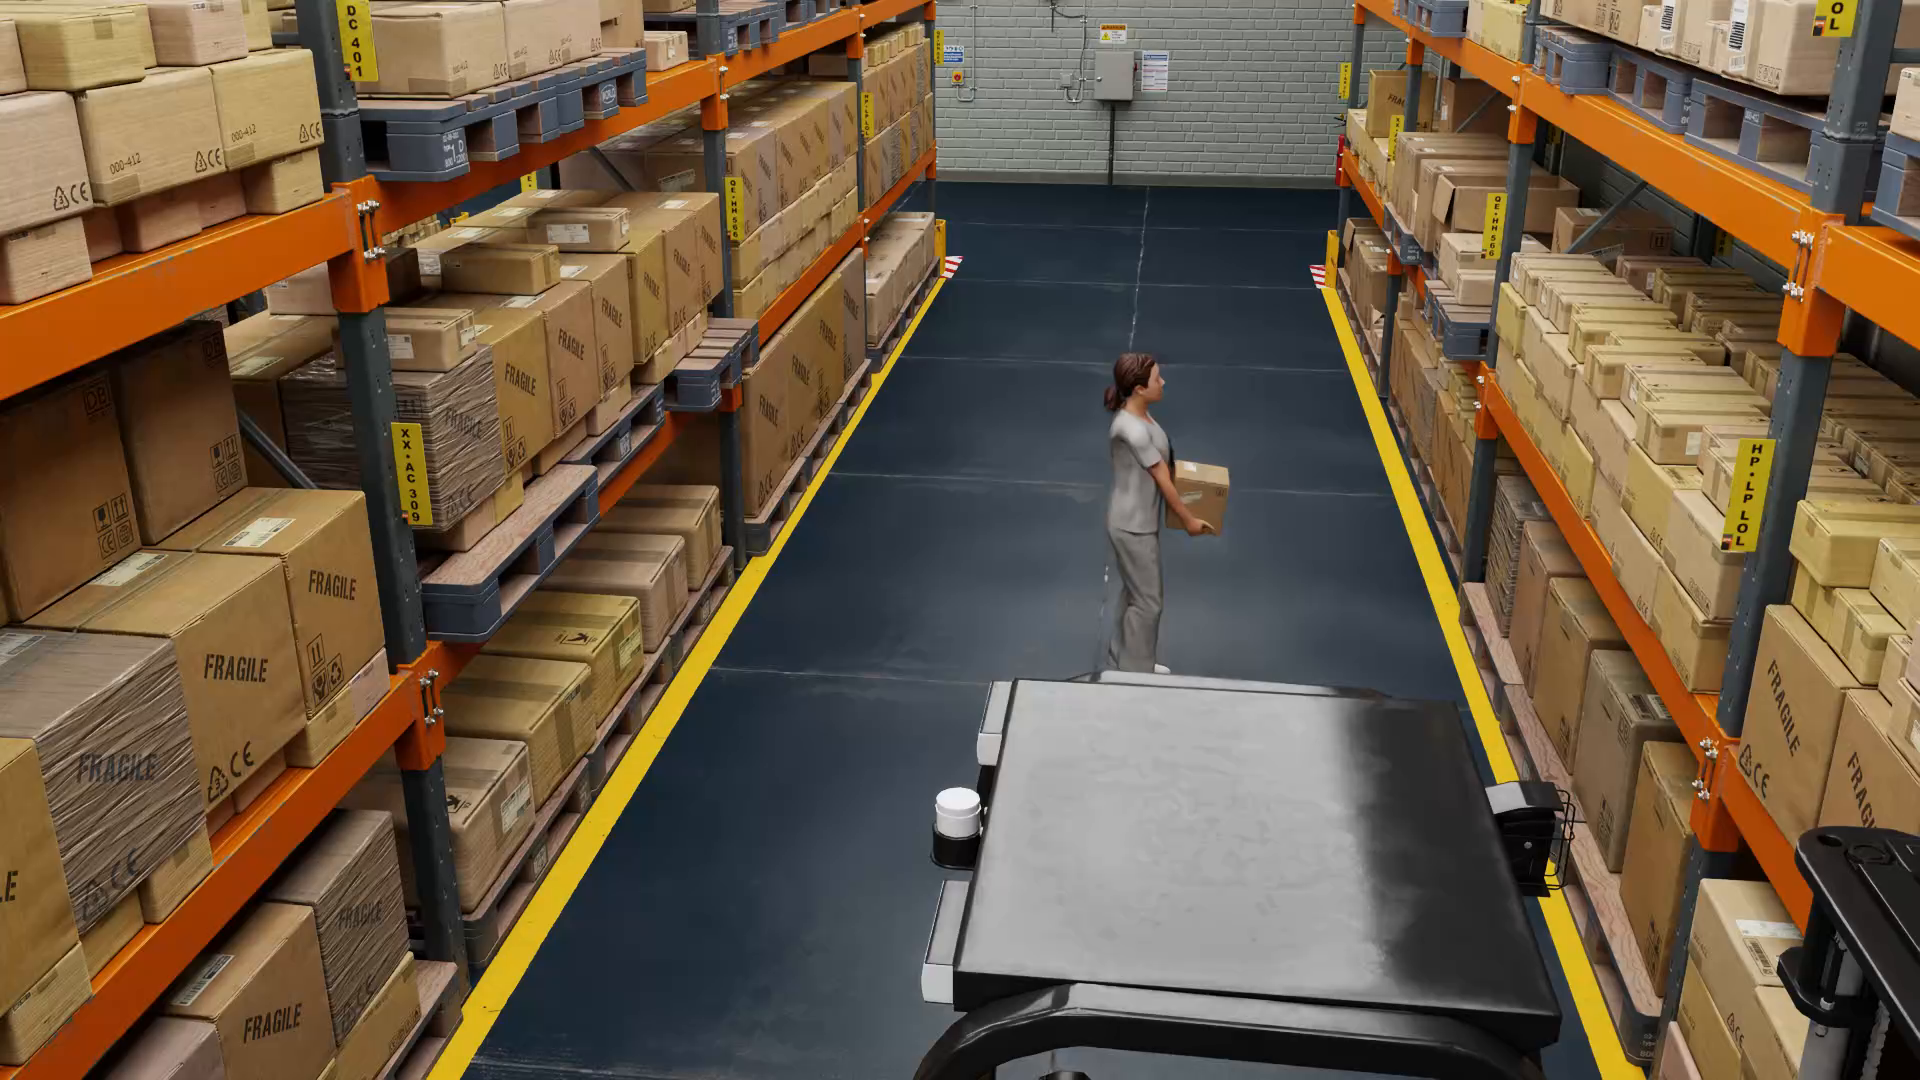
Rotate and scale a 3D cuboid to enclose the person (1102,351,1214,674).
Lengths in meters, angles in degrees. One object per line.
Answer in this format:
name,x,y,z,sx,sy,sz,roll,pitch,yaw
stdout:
person,0.905,-0.061,7.758,0.536,1.669,0.409,2,21,6
